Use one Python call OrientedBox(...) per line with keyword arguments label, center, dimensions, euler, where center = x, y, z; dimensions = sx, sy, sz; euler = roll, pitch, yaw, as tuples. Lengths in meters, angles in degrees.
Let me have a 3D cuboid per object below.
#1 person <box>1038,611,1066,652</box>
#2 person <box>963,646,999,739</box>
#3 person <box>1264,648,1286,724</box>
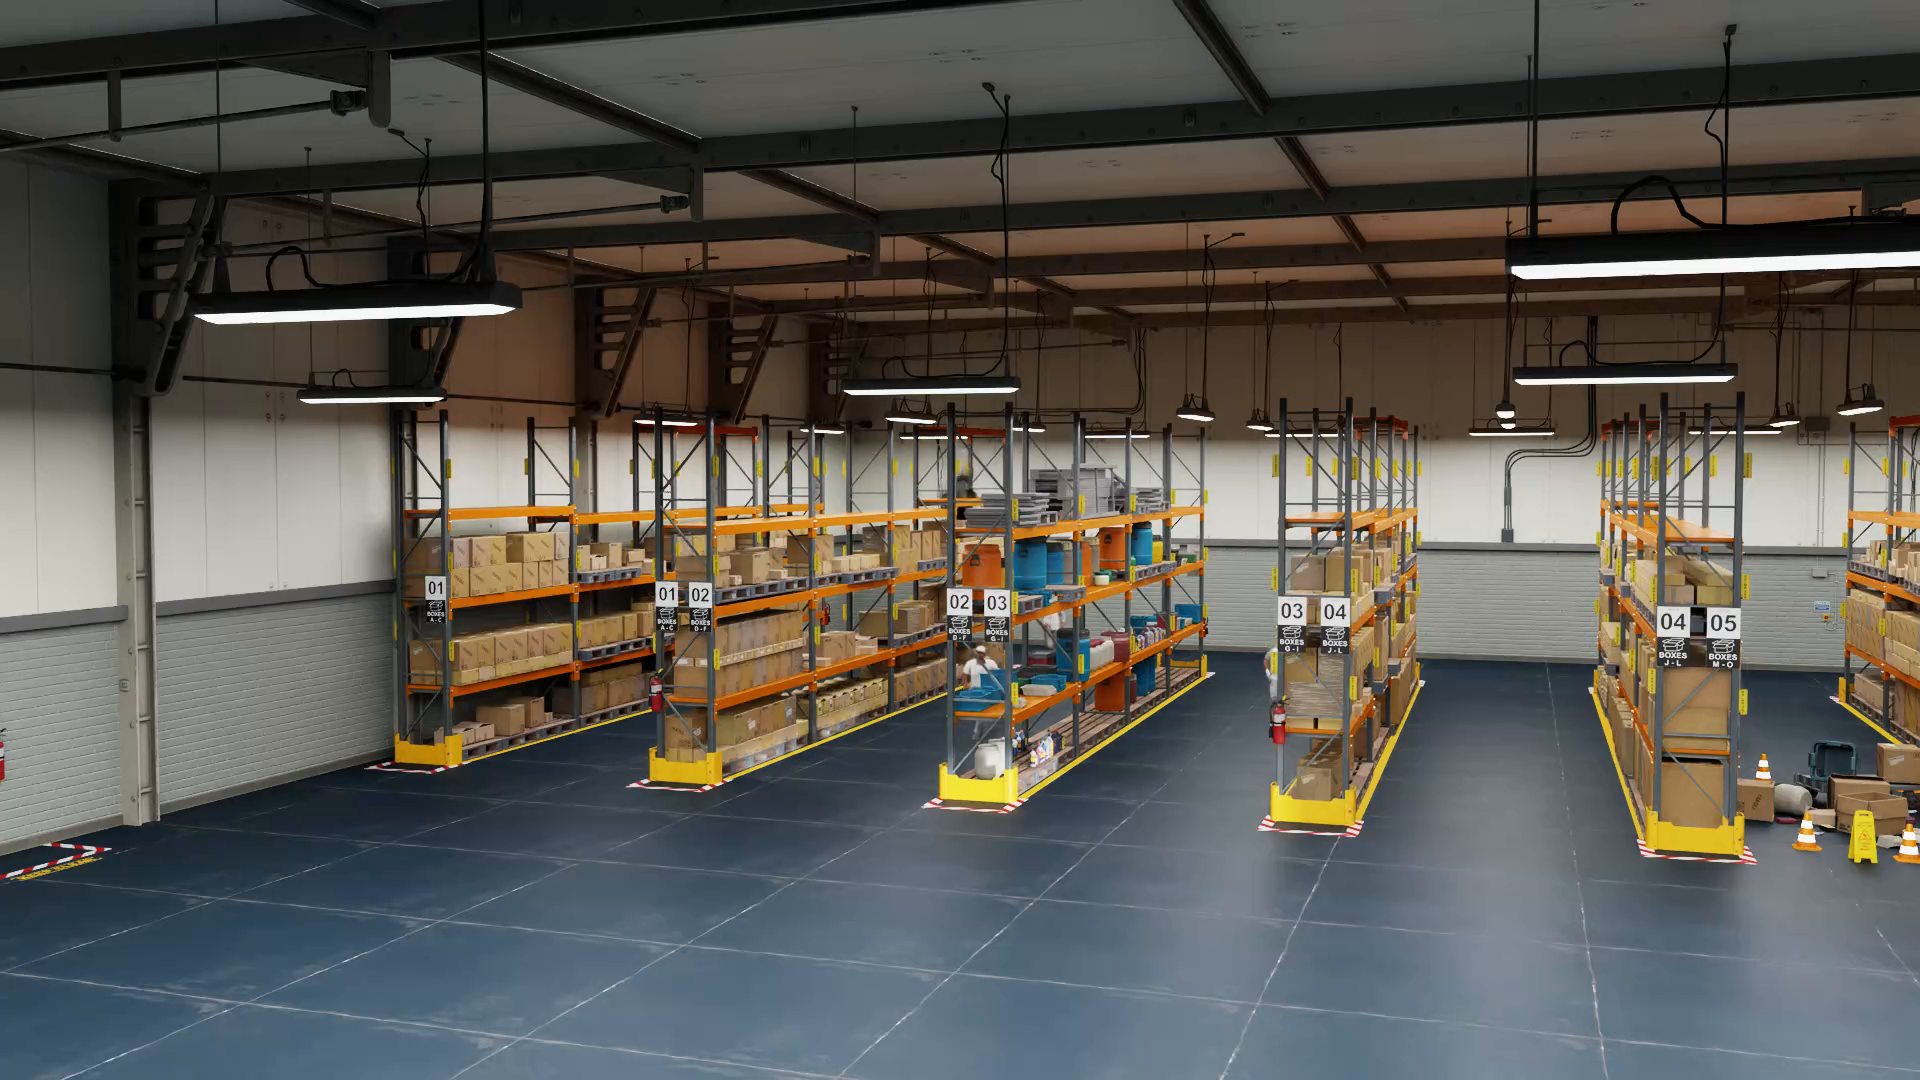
OrientedBox(label="person", center=(2.218, 2.173, 40.476), dimensions=(0.690, 1.714, 0.484), euler=(0, 2, 9))
OrientedBox(label="person", center=(0.397, 2.819, 30.994), dimensions=(0.723, 1.730, 0.666), euler=(0, 2, 11))
OrientedBox(label="person", center=(6.244, 2.728, 32.316), dimensions=(0.672, 1.737, 0.701), euler=(1, 3, 12))
